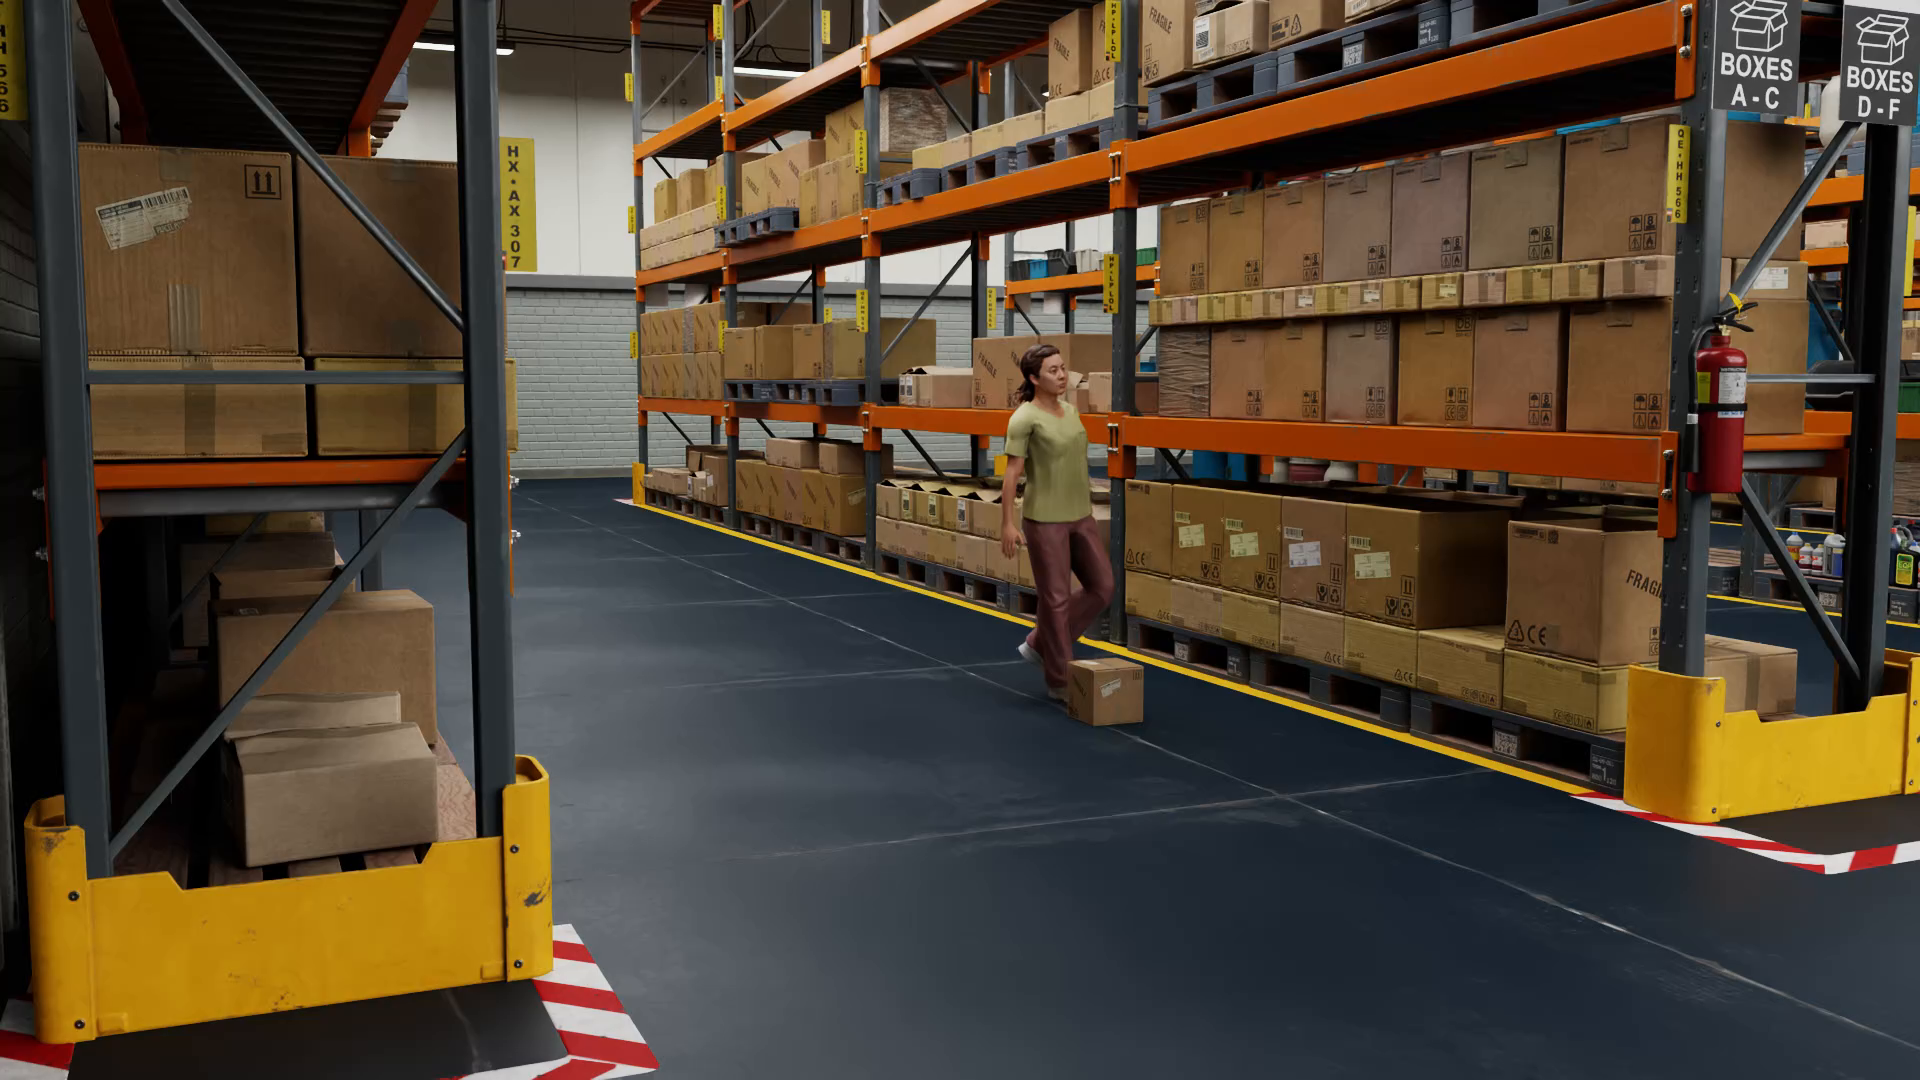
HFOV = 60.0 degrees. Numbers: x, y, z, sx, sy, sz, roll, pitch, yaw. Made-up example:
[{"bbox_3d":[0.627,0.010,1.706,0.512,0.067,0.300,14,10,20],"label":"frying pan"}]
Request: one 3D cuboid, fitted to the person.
[{"bbox_3d":[0.432,-0.074,7.749,0.523,1.666,0.489,-5,7,-41],"label":"person"}]
